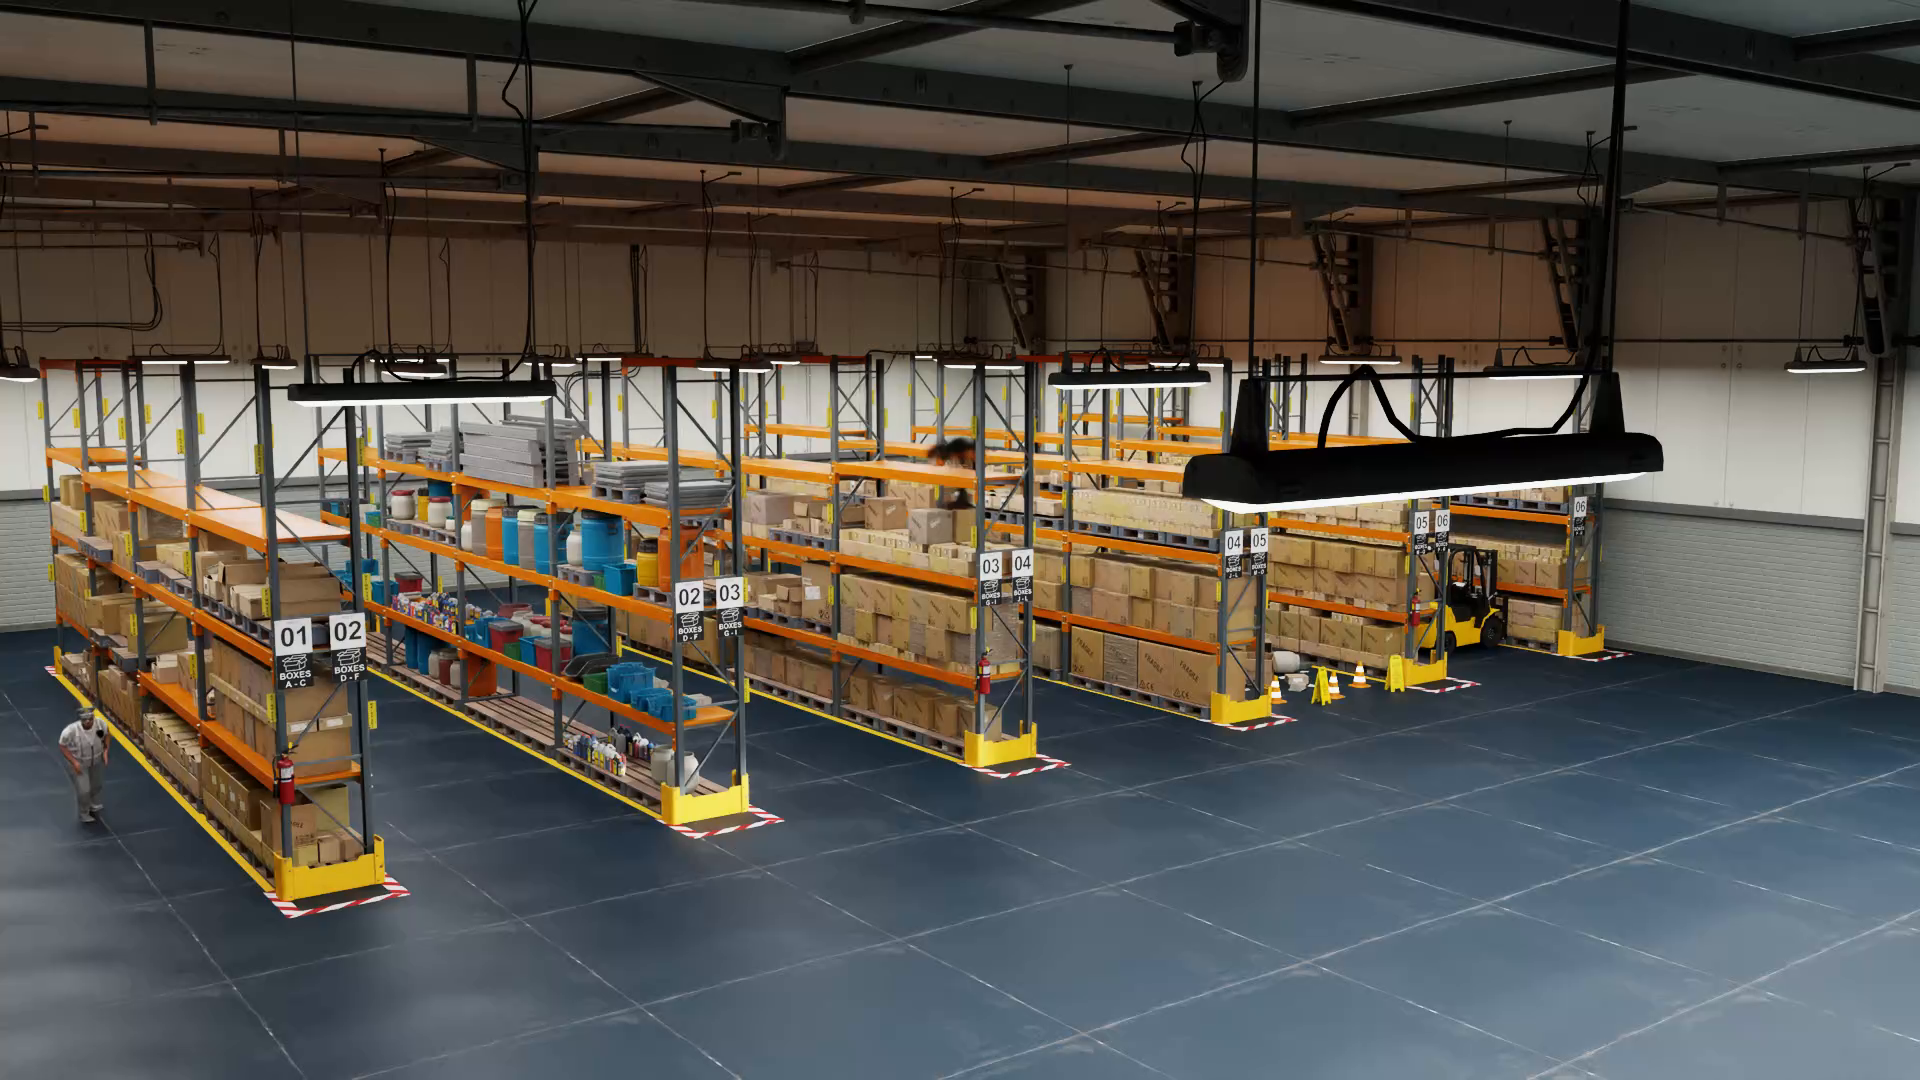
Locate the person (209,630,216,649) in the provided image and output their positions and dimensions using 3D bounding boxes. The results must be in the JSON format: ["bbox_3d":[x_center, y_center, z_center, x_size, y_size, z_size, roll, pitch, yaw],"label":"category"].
[{"bbox_3d":[-14.624,1.779,32.198,0.573,1.405,0.817,-5,9,-38],"label":"person"}]

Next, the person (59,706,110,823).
[{"bbox_3d":[-11.523,2.916,21.917,0.863,1.597,0.712,4,8,32],"label":"person"}]

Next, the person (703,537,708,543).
[{"bbox_3d":[-6.439,0.553,40.638,0.666,1.746,1.062,-3,7,-23],"label":"person"}]

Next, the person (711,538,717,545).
[{"bbox_3d":[-6.038,0.579,41.037,0.463,1.665,0.571,-3,7,-24],"label":"person"}]
